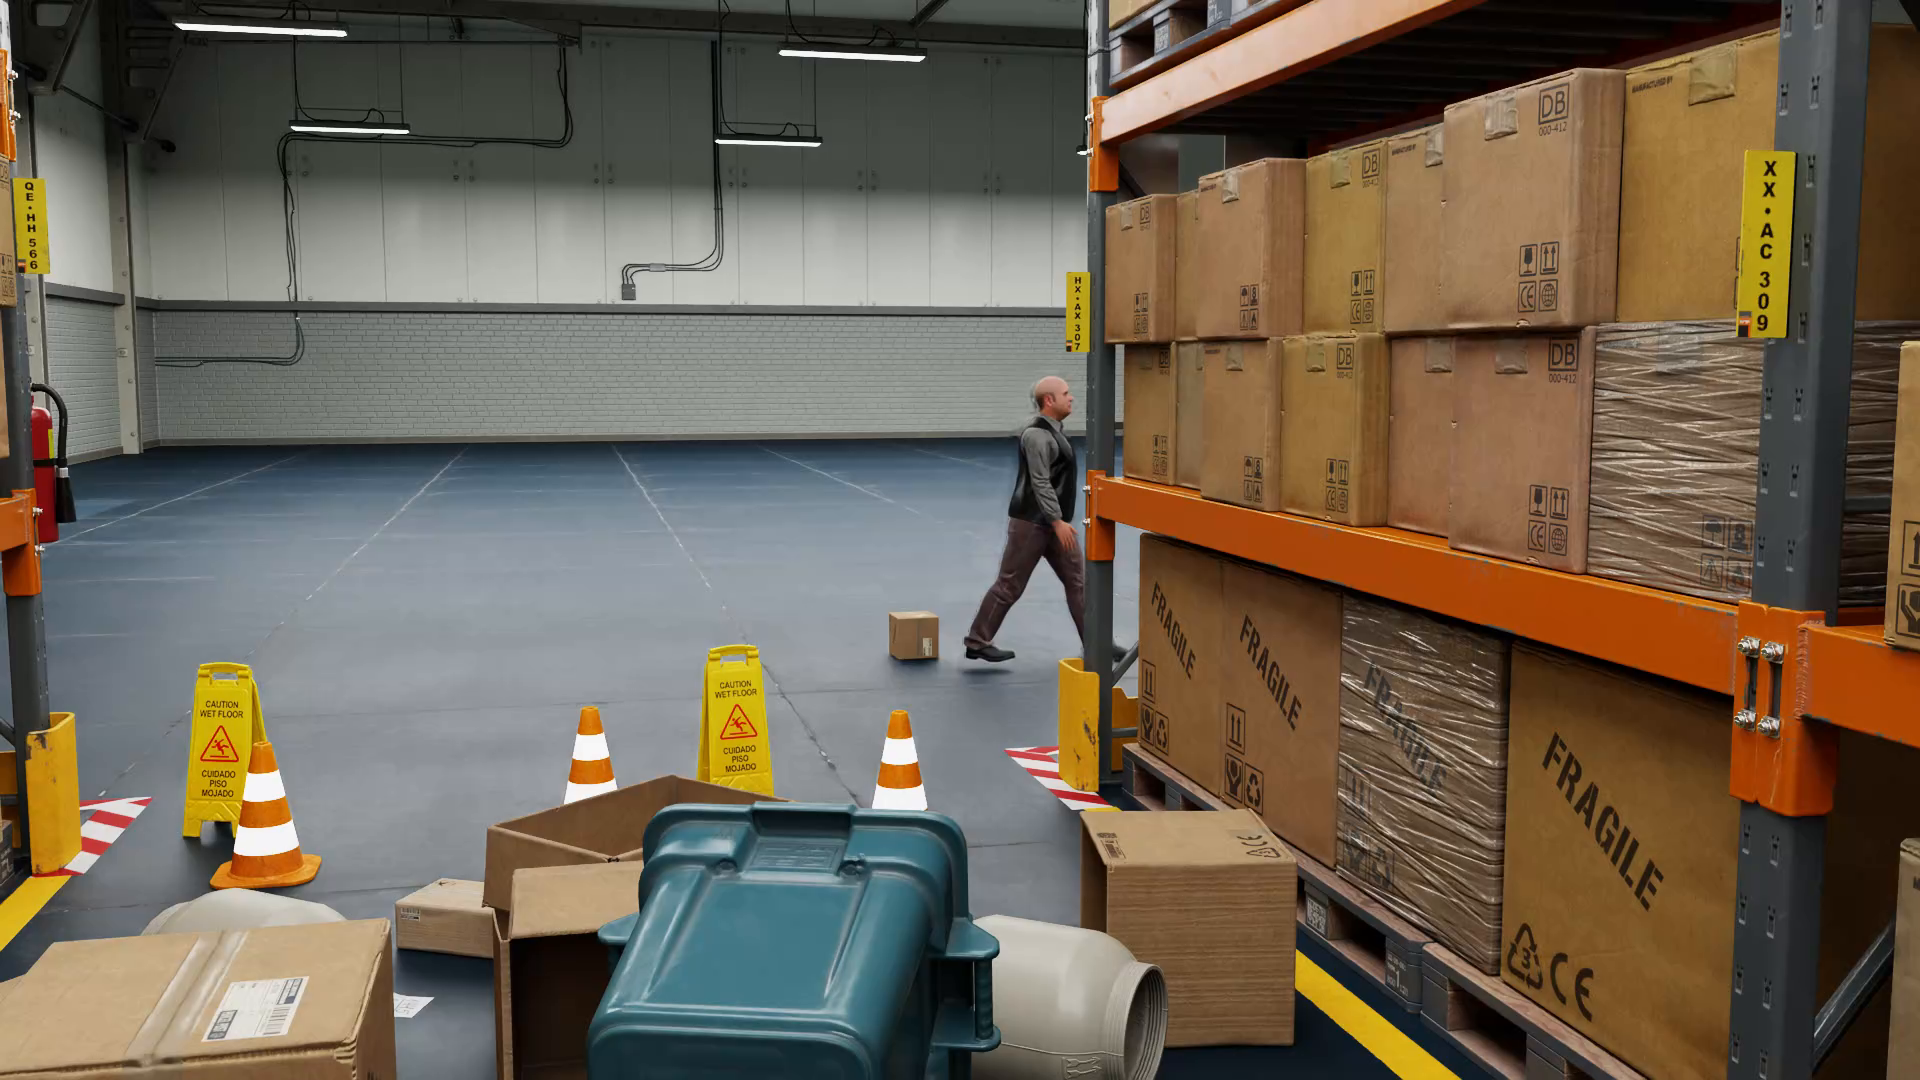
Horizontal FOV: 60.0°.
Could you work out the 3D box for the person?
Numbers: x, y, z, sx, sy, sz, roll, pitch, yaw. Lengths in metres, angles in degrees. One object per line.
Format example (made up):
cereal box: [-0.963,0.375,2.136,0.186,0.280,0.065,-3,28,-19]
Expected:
person: [0.520,-0.103,9.514,1.033,1.653,0.537,2,6,19]
